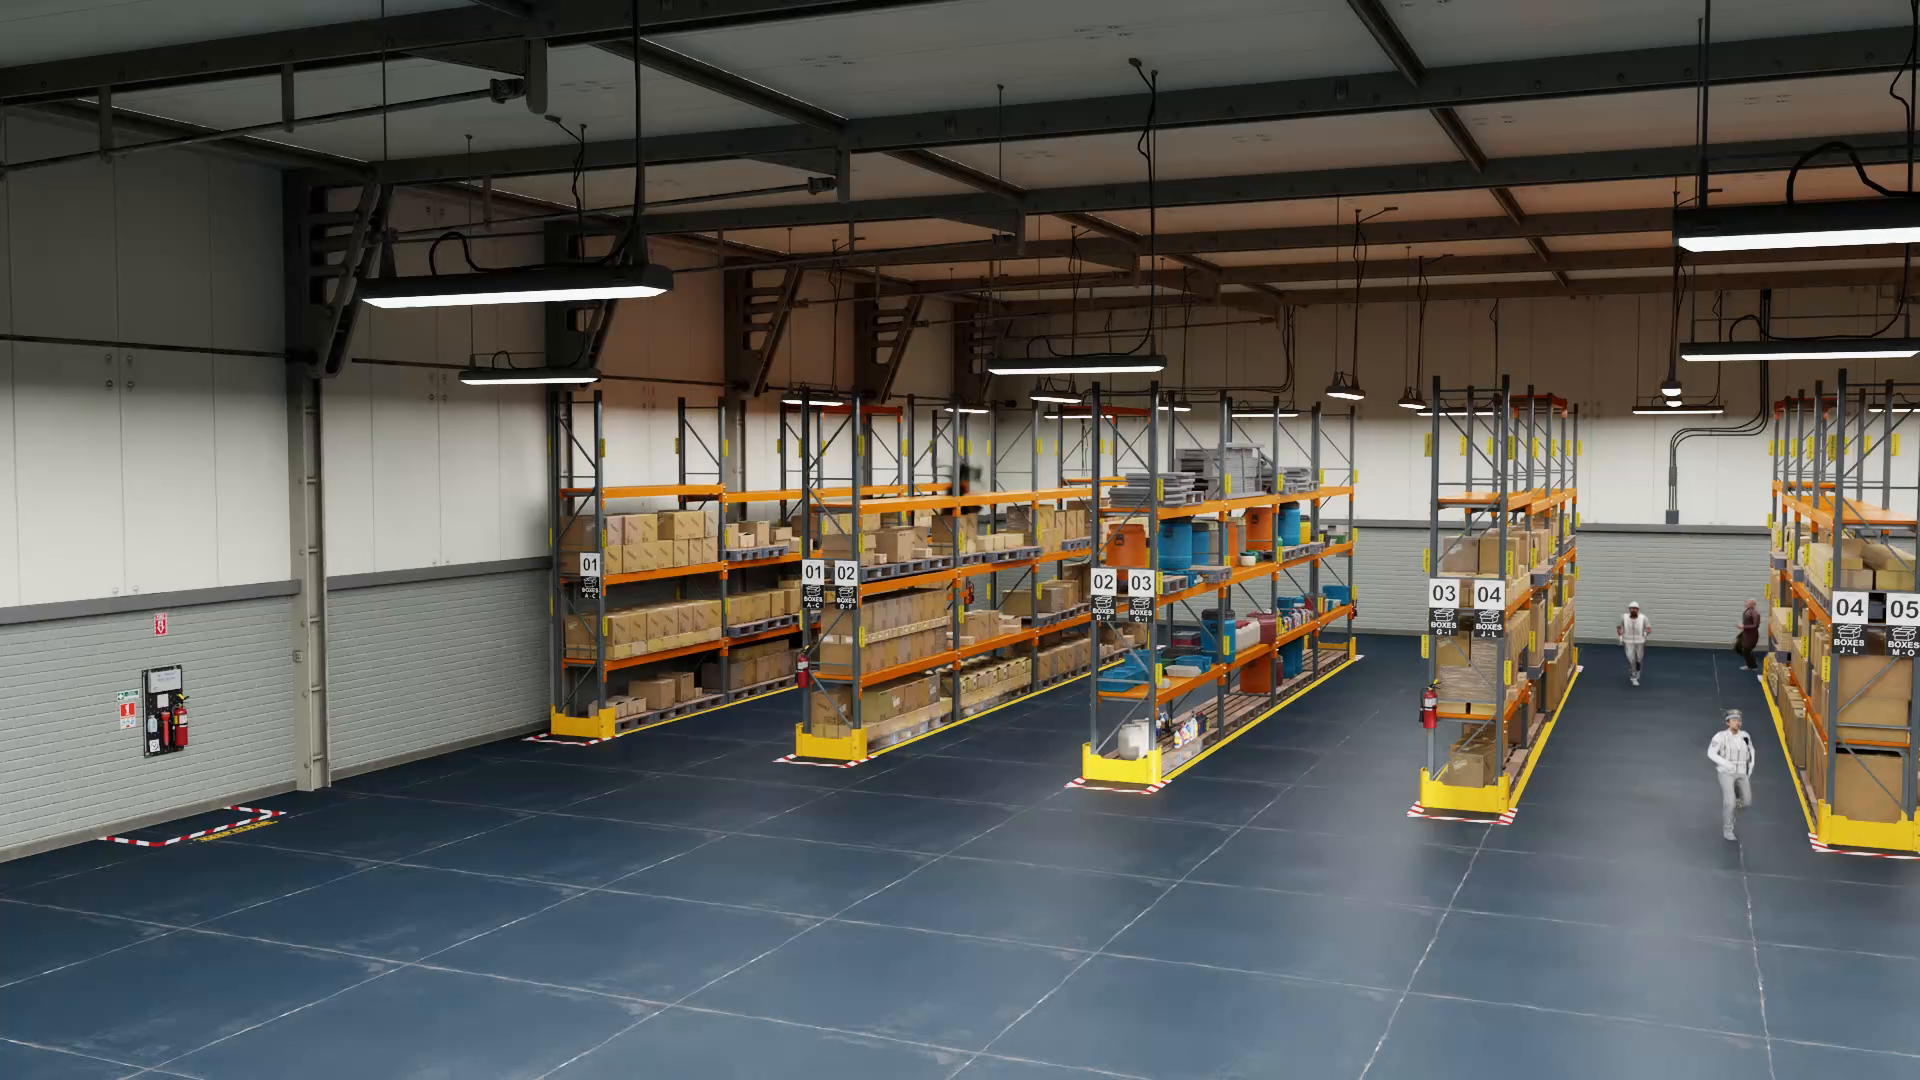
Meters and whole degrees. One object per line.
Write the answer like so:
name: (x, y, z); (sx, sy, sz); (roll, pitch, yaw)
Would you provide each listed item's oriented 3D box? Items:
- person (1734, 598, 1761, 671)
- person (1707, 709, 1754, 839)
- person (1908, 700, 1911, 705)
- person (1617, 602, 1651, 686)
person: (17.614, 2.110, 37.118); (0.580, 1.667, 0.793); (0, 3, 7)
person: (9.932, 2.997, 21.356); (0.641, 1.663, 0.555); (0, 3, -1)
person: (18.356, 2.313, 32.079); (0.655, 1.817, 0.909); (1, 3, 15)
person: (14.322, 2.196, 35.337); (0.677, 1.782, 0.833); (1, 3, 19)
